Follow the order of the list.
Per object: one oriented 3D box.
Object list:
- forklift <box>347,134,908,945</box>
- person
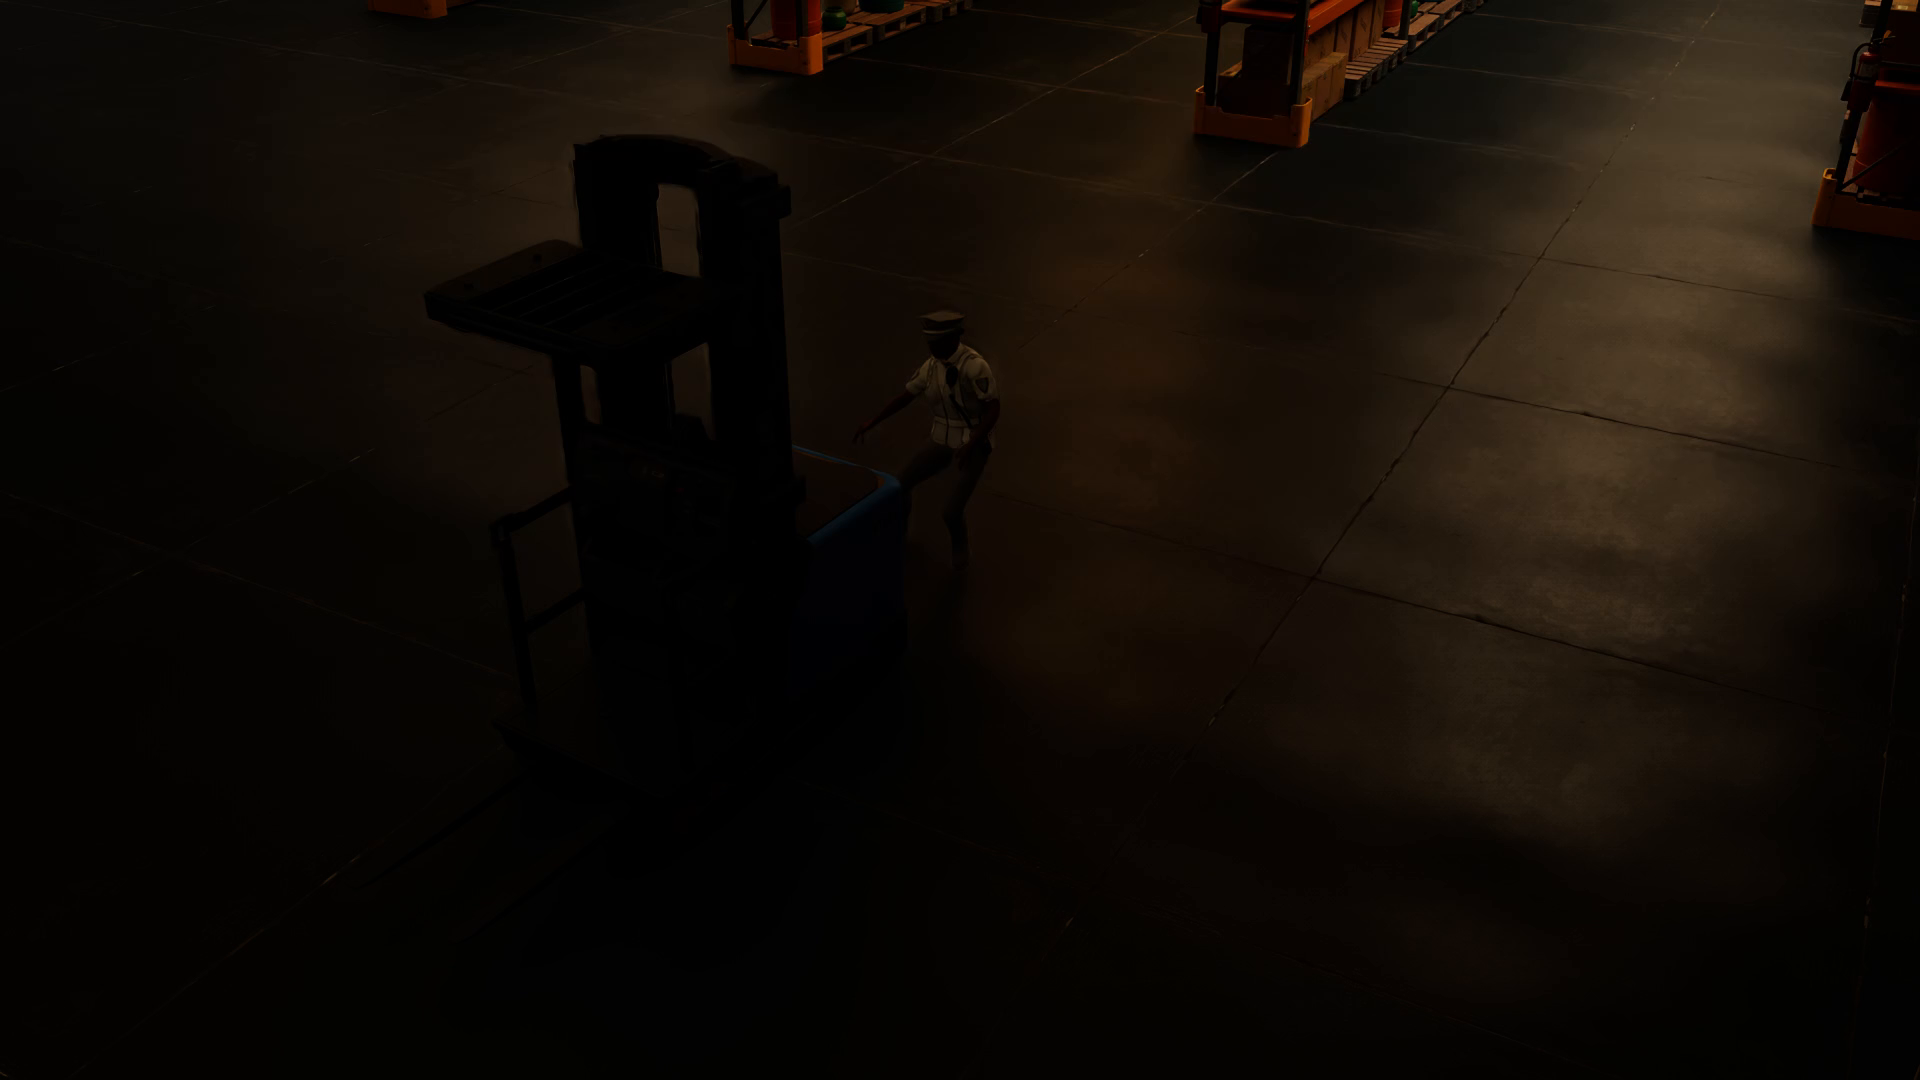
[{"bbox_3d":[-1.499,-0.167,7.360,1.130,2.935,3.031,18,34,28],"label":"forklift"},{"bbox_3d":[-0.151,-0.538,9.420,0.779,1.510,0.666,26,39,37],"label":"person"}]
